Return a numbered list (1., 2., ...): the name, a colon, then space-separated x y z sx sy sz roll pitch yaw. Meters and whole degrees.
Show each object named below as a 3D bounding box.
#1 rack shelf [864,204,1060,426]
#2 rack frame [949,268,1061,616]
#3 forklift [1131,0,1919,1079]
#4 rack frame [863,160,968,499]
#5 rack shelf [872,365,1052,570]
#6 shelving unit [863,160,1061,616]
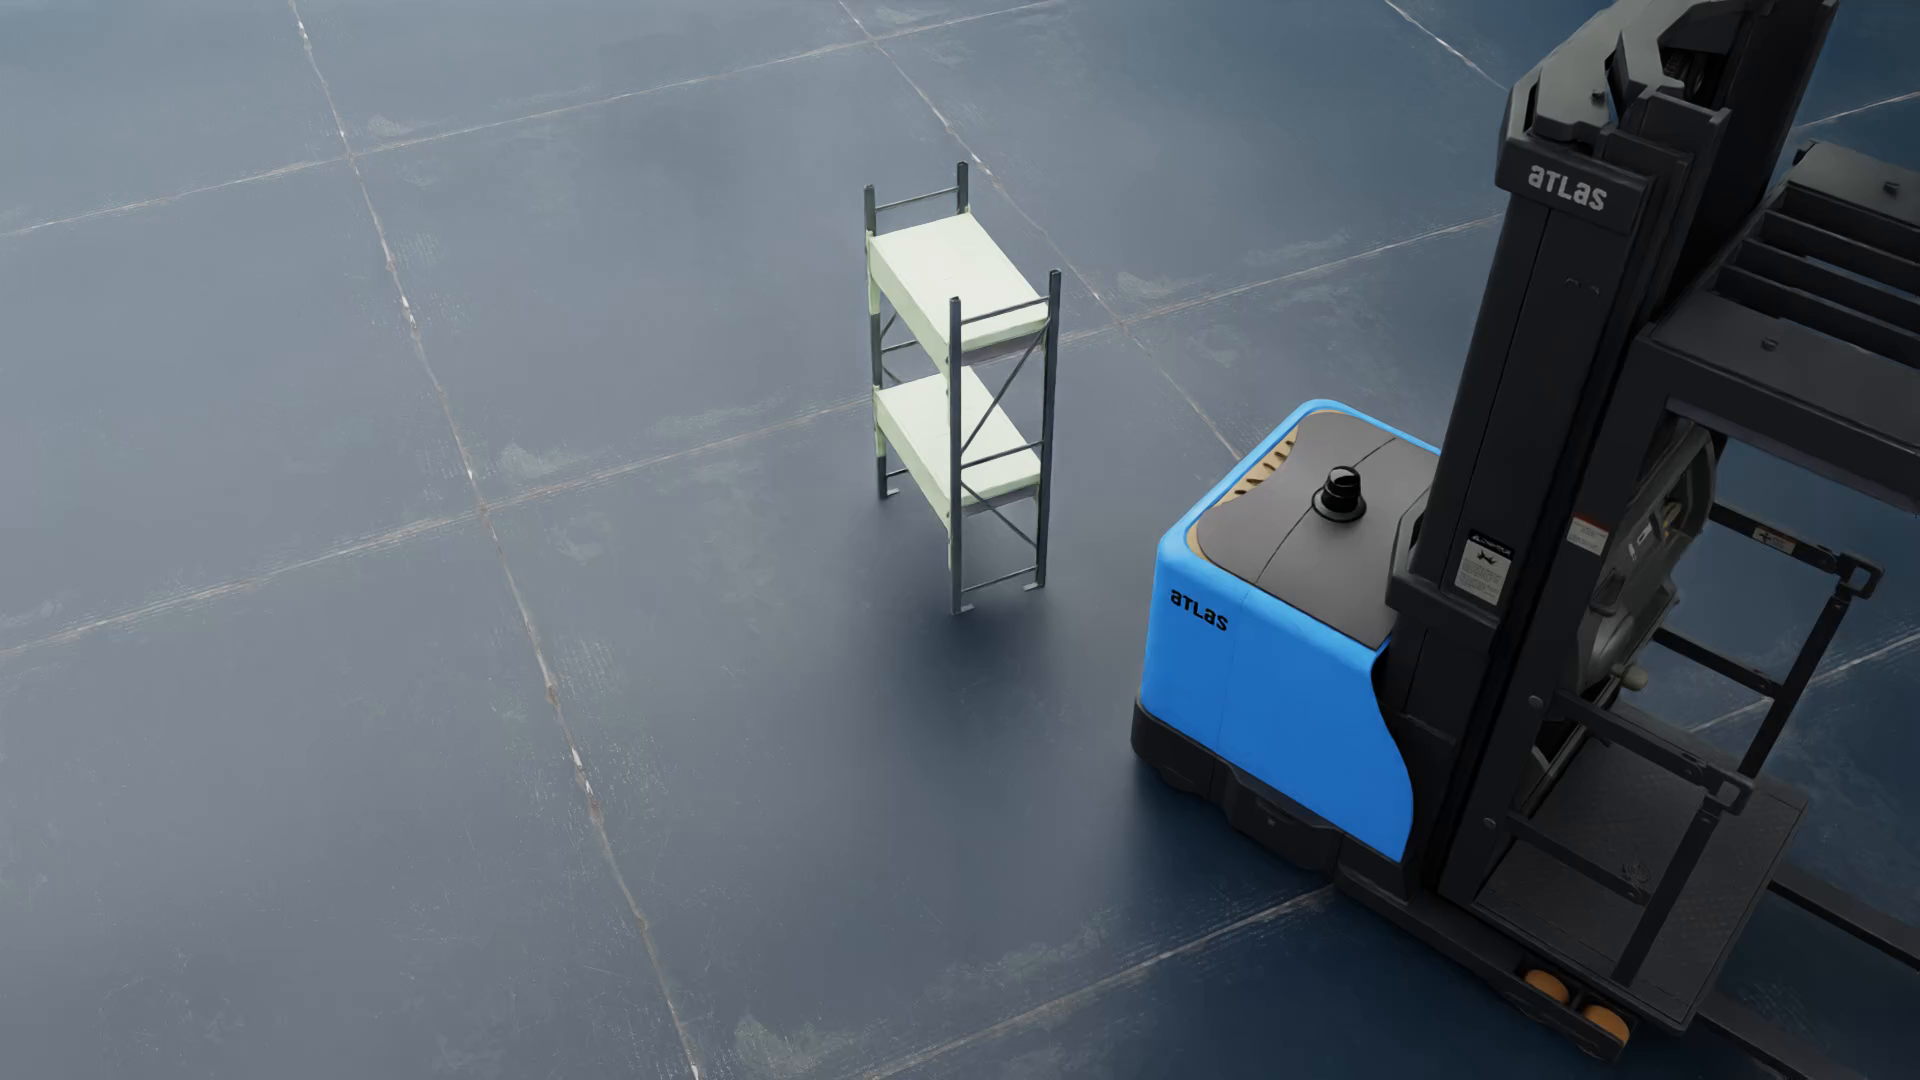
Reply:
1. rack shelf: -0.003 -0.816 5.953 0.431 0.370 0.720 -18 47 -17
2. rack frame: 0.151 -0.305 5.991 0.400 1.500 0.023 -18 47 -17
3. forklift: 2.066 0.128 4.533 3.031 2.935 1.130 30 52 27
4. rack frame: -0.157 -0.771 6.464 0.400 1.500 0.023 -18 47 -17
5. rack shelf: -0.003 -0.306 6.457 0.431 0.370 0.720 -18 47 -17
6. shelving unit: -0.003 -0.538 6.228 0.431 1.500 0.755 -18 47 -17
